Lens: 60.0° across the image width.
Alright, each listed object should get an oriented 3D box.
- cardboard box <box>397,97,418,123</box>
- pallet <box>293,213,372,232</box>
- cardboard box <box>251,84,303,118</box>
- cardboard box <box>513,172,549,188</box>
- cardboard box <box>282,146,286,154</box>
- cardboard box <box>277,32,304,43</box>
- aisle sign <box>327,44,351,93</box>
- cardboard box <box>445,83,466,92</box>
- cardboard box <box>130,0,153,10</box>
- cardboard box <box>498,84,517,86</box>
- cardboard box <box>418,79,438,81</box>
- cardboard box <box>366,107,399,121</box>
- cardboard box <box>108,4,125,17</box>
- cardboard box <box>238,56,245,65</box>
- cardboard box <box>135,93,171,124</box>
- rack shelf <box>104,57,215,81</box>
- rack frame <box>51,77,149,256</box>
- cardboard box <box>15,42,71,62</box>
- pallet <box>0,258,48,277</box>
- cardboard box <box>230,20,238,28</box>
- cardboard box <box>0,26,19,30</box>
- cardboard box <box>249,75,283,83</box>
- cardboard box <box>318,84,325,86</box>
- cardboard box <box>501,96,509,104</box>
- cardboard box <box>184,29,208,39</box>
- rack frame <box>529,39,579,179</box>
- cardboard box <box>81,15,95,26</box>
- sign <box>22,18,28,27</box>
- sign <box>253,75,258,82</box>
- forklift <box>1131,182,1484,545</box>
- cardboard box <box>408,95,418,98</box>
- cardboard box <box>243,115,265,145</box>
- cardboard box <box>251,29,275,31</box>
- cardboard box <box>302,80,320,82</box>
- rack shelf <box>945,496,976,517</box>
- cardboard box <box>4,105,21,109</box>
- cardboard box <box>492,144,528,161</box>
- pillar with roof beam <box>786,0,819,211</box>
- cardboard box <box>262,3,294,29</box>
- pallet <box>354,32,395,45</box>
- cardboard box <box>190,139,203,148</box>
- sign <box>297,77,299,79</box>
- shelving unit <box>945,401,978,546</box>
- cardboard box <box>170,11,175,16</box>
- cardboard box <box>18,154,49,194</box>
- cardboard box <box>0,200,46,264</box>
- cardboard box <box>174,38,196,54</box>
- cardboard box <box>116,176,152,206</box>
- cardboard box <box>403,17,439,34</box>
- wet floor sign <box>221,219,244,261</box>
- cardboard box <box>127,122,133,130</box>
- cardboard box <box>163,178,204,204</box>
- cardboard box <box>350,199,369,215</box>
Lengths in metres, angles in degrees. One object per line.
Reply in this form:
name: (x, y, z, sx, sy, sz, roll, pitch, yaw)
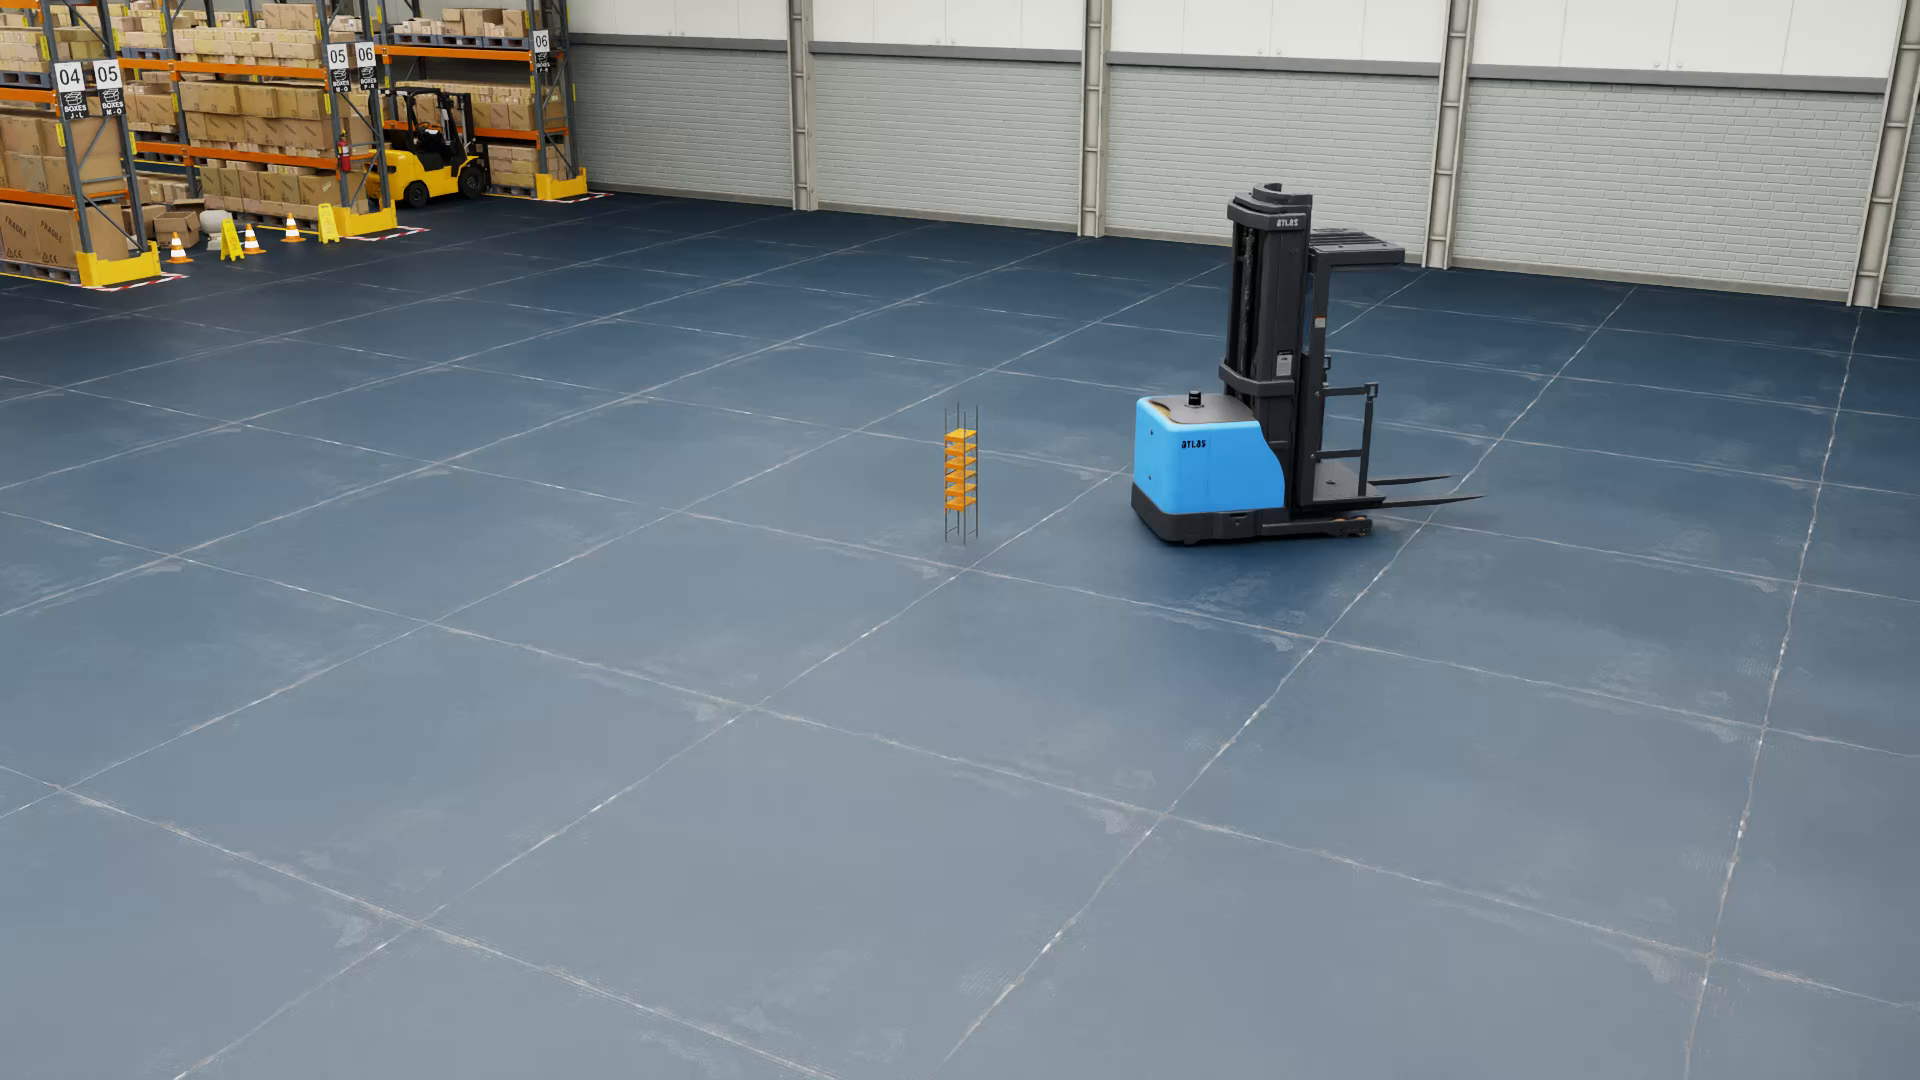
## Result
cardboard box: (-11.247, -8.902, 34.362, 0.500, 0.500, 0.500, 10, 22, 26)
pallet: (-11.190, -5.711, 29.799, 1.213, 0.211, 1.003, 11, 23, 27)
cardboard box: (-11.918, -7.681, 29.092, 0.500, 0.500, 0.700, 10, 22, 27)
cardboard box: (-8.579, -7.231, 33.316, 0.500, 0.250, 0.500, 11, 23, 28)
cardboard box: (-11.746, -6.920, 29.412, 0.250, 0.149, 0.380, 11, 23, 28)
cardboard box: (-11.506, -8.647, 28.606, 0.250, 0.149, 0.380, 11, 23, 28)
aisle sign: (-10.519, -7.989, 28.178, 0.004, 0.787, 0.394, 11, 23, 27)
cardboard box: (-10.210, -9.167, 33.703, 0.250, 0.149, 0.380, 11, 23, 27)
cardboard box: (-18.398, -12.054, 37.361, 0.258, 0.266, 0.396, 11, 22, 27)
cardboard box: (-9.104, -9.128, 33.597, 0.250, 0.149, 0.380, 12, 23, 29)
cardboard box: (-11.081, -9.536, 34.720, 0.250, 0.149, 0.380, 11, 23, 27)
cardboard box: (-12.074, -8.942, 34.838, 0.500, 0.250, 0.500, 11, 23, 29)
cardboard box: (-19.049, -12.064, 37.876, 0.500, 0.250, 0.500, 11, 23, 27)
cardboard box: (-12.424, -8.439, 29.199, 0.250, 0.149, 0.380, 11, 23, 28)
cardboard box: (-14.873, -8.003, 30.831, 0.500, 0.500, 0.500, 11, 23, 28)
rack shelf: (-15.670, -8.933, 31.249, 4.000, 0.370, 1.077, 11, 23, 27)
rack frame: (-12.758, -5.373, 24.779, 0.127, 3.000, 1.000, 11, 23, 27)
cardboard box: (-13.321, -7.095, 24.148, 0.500, 0.250, 0.500, 11, 23, 28)
pallet: (-14.555, -4.375, 26.117, 1.213, 0.211, 1.003, 11, 23, 27)
cardboard box: (-15.642, -11.235, 36.176, 0.250, 0.149, 0.380, 10, 22, 26)
cardboard box: (-14.449, -7.731, 25.317, 0.250, 0.149, 0.380, 11, 23, 28)
cardboard box: (-15.372, -10.049, 36.906, 0.500, 0.500, 0.500, 12, 23, 30)
cardboard box: (-13.458, -9.657, 35.492, 0.250, 0.149, 0.380, 11, 23, 27)
cardboard box: (-8.888, -8.763, 33.026, 0.250, 0.149, 0.380, 11, 23, 28)
cardboard box: (-13.567, -9.011, 29.609, 0.250, 0.149, 0.380, 12, 23, 29)
rack frame: (-8.015, -8.342, 32.963, 0.127, 3.000, 1.000, 11, 23, 27)
cardboard box: (-19.935, -11.994, 38.417, 0.500, 0.250, 0.500, 11, 23, 28)
sign: (-17.694, -9.720, 31.490, 0.005, 0.325, 0.100, 11, 23, 27)
sign: (-15.255, -10.016, 35.997, 0.005, 0.325, 0.100, 11, 23, 27)
forklift: (3.114, -1.569, 14.393, 3.031, 2.935, 1.130, -4, 20, -11)
cardboard box: (-11.130, -9.185, 34.189, 0.250, 0.149, 0.380, 11, 23, 29)
cardboard box: (-12.344, -7.317, 29.556, 0.500, 0.500, 0.500, 11, 23, 28)
cardboard box: (-12.375, -9.012, 29.611, 0.250, 0.149, 0.380, 11, 23, 28)
cardboard box: (-14.137, -9.959, 36.323, 0.250, 0.149, 0.380, 11, 23, 27)
rack shelf: (0.013, -0.294, 14.251, 0.180, 0.103, 0.258, 11, 23, 27)
cardboard box: (-18.412, -8.447, 32.741, 0.500, 0.250, 0.500, 10, 22, 26)
cardboard box: (-9.017, -7.784, 33.374, 0.500, 0.250, 0.500, 11, 23, 28)
pillar with roof beam: (-5.044, -9.267, 26.715, 0.400, 9.000, 9.100, 11, 23, 27)
cardboard box: (-14.485, -11.181, 35.481, 0.500, 0.500, 0.500, 11, 23, 28)
pallet: (-12.283, -10.470, 34.711, 1.217, 0.209, 0.805, 10, 22, 25)
cardboard box: (-13.806, -7.263, 30.356, 0.250, 0.149, 0.380, 11, 23, 27)
sign: (-14.731, -10.382, 36.890, 0.005, 0.325, 0.100, 11, 23, 27)
shelving unit: (0.013, -0.562, 14.154, 0.189, 1.200, 0.258, 11, 23, 27)
cardboard box: (-17.286, -11.640, 36.825, 0.250, 0.149, 0.380, 11, 23, 28)
cardboard box: (-13.595, -5.577, 25.120, 0.550, 0.550, 0.875, 11, 23, 27)
cardboard box: (-14.151, -4.810, 25.728, 0.875, 0.875, 0.875, 10, 22, 26)
cardboard box: (-13.674, -8.853, 29.758, 0.500, 0.250, 0.500, 10, 22, 26)
cardboard box: (-14.766, -6.175, 29.544, 0.500, 0.500, 0.500, 11, 23, 27)
cardboard box: (-10.899, -10.409, 33.630, 0.500, 0.311, 0.500, 11, 23, 28)
wet floor sign: (-11.767, -4.851, 26.792, 0.232, 0.644, 0.267, 7, 21, 18)
cardboard box: (-15.392, -7.785, 31.181, 0.250, 0.149, 0.380, 11, 23, 27)
cardboard box: (-14.383, -6.577, 31.336, 0.625, 0.372, 0.950, 11, 23, 28)
cardboard box: (-11.001, -5.985, 29.881, 0.500, 0.250, 0.500, 11, 22, 27)
